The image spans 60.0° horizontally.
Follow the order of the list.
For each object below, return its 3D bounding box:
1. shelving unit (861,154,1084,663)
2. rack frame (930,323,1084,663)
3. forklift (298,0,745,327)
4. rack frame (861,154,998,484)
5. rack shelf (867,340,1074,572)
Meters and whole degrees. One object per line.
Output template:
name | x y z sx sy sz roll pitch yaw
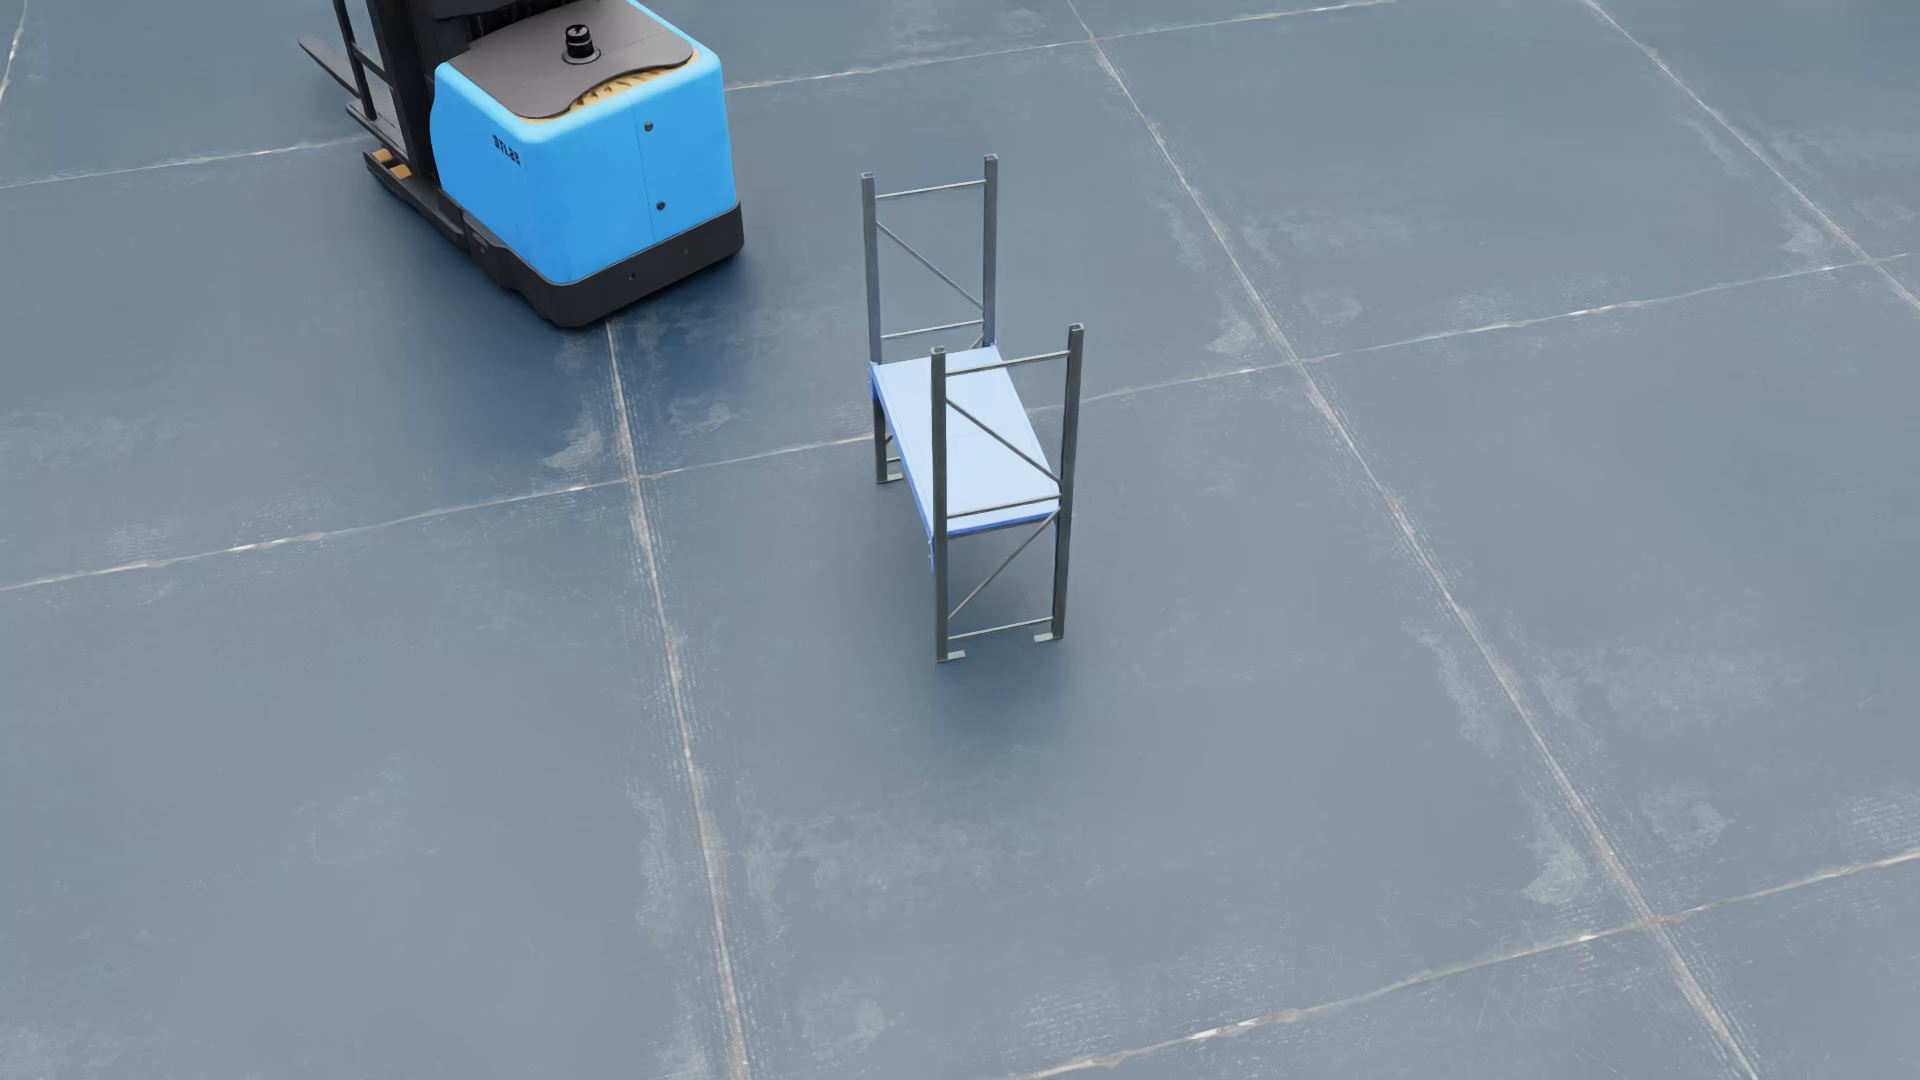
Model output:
shelving unit | 0.022 -0.466 6.157 0.538 1.500 1.048 -11 47 -10
rack frame | 0.152 -0.115 5.813 0.500 1.500 0.032 -11 47 -10
forklift | -2.394 -2.975 7.614 1.130 2.935 3.031 -32 54 -27
rack frame | -0.108 -0.817 6.501 0.500 1.500 0.032 -11 47 -10
rack shelf | 0.022 -0.340 6.285 0.538 0.185 1.000 -11 47 -10
